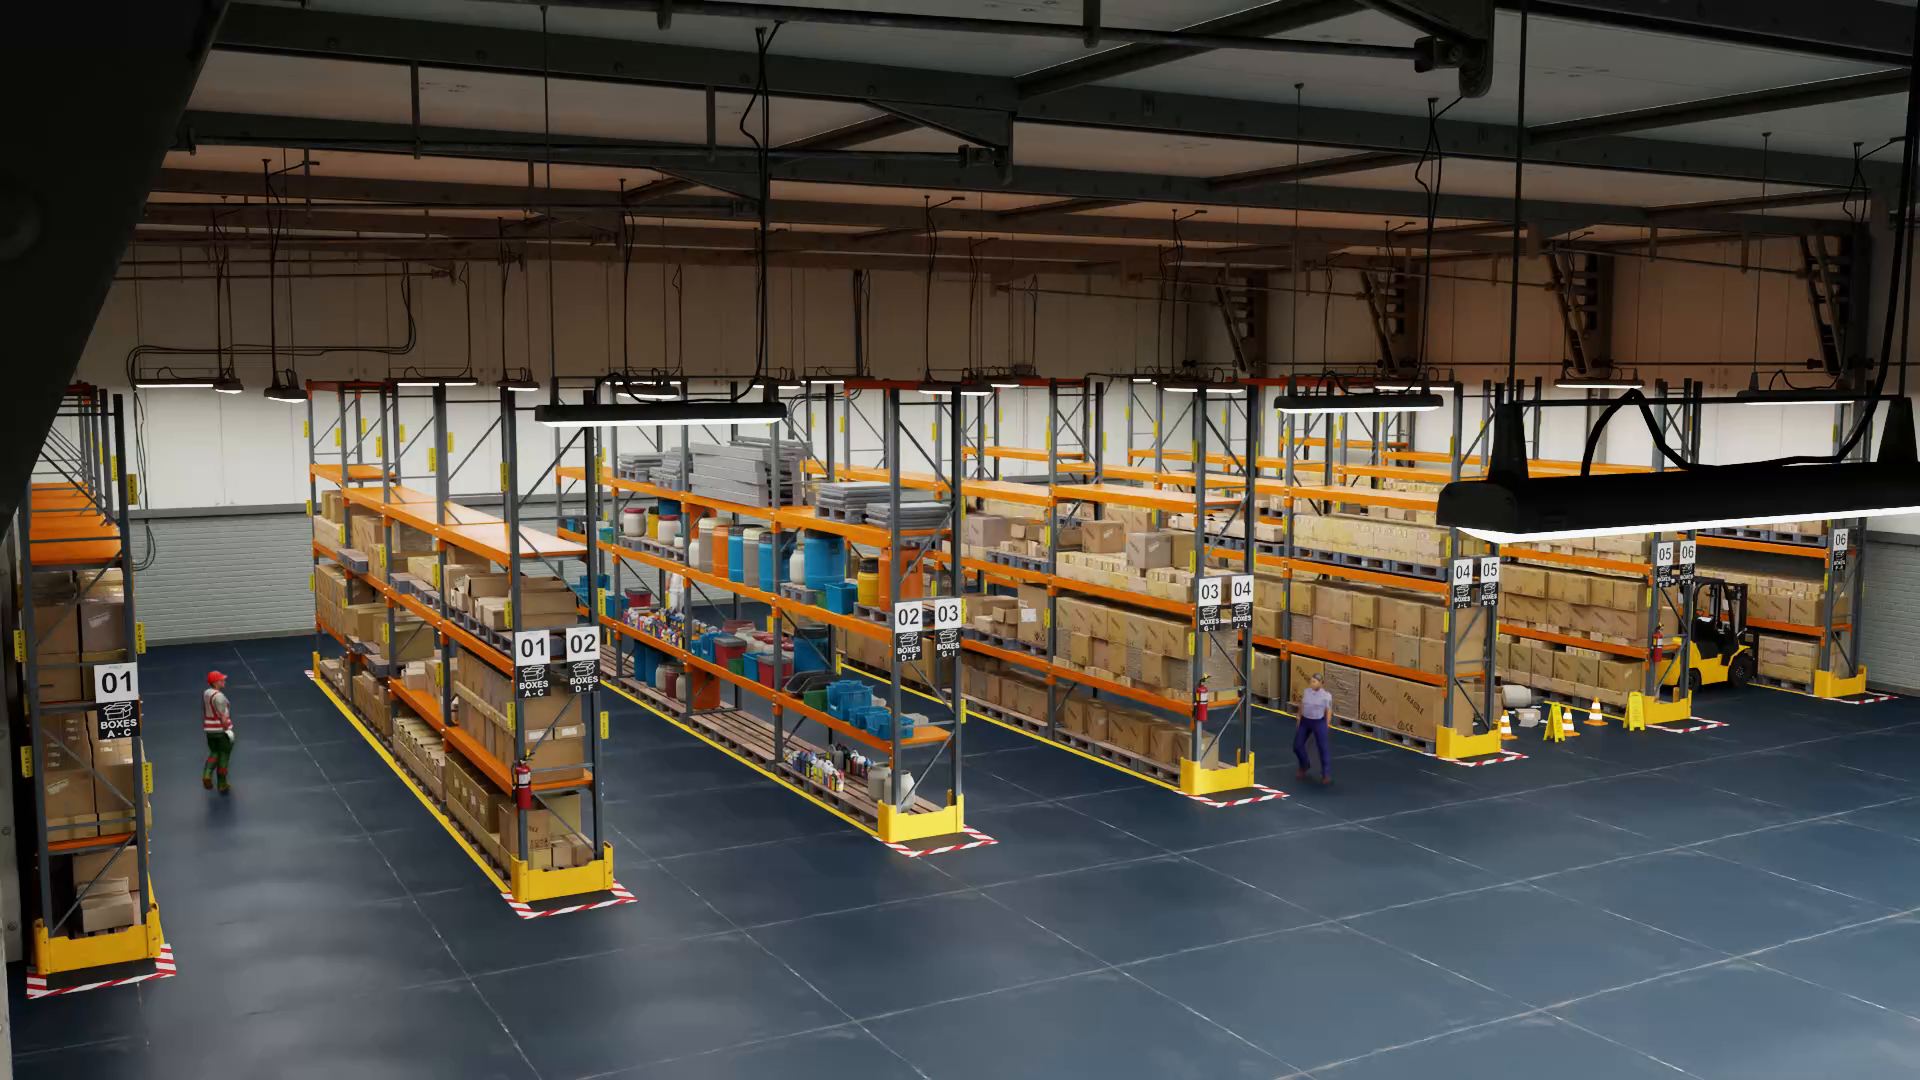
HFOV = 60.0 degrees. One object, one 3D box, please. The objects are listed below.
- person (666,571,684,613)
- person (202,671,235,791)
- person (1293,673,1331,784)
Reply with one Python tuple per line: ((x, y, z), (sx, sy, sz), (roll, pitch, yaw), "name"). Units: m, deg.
((-6.678, 1.264, 39.268), (0.615, 1.775, 0.753), (-2, 6, -19), "person")
((-10.969, 2.817, 24.549), (0.539, 1.785, 0.497), (1, 6, 10), "person")
((5.356, 2.828, 25.202), (0.592, 1.663, 0.410), (4, 7, 32), "person")
